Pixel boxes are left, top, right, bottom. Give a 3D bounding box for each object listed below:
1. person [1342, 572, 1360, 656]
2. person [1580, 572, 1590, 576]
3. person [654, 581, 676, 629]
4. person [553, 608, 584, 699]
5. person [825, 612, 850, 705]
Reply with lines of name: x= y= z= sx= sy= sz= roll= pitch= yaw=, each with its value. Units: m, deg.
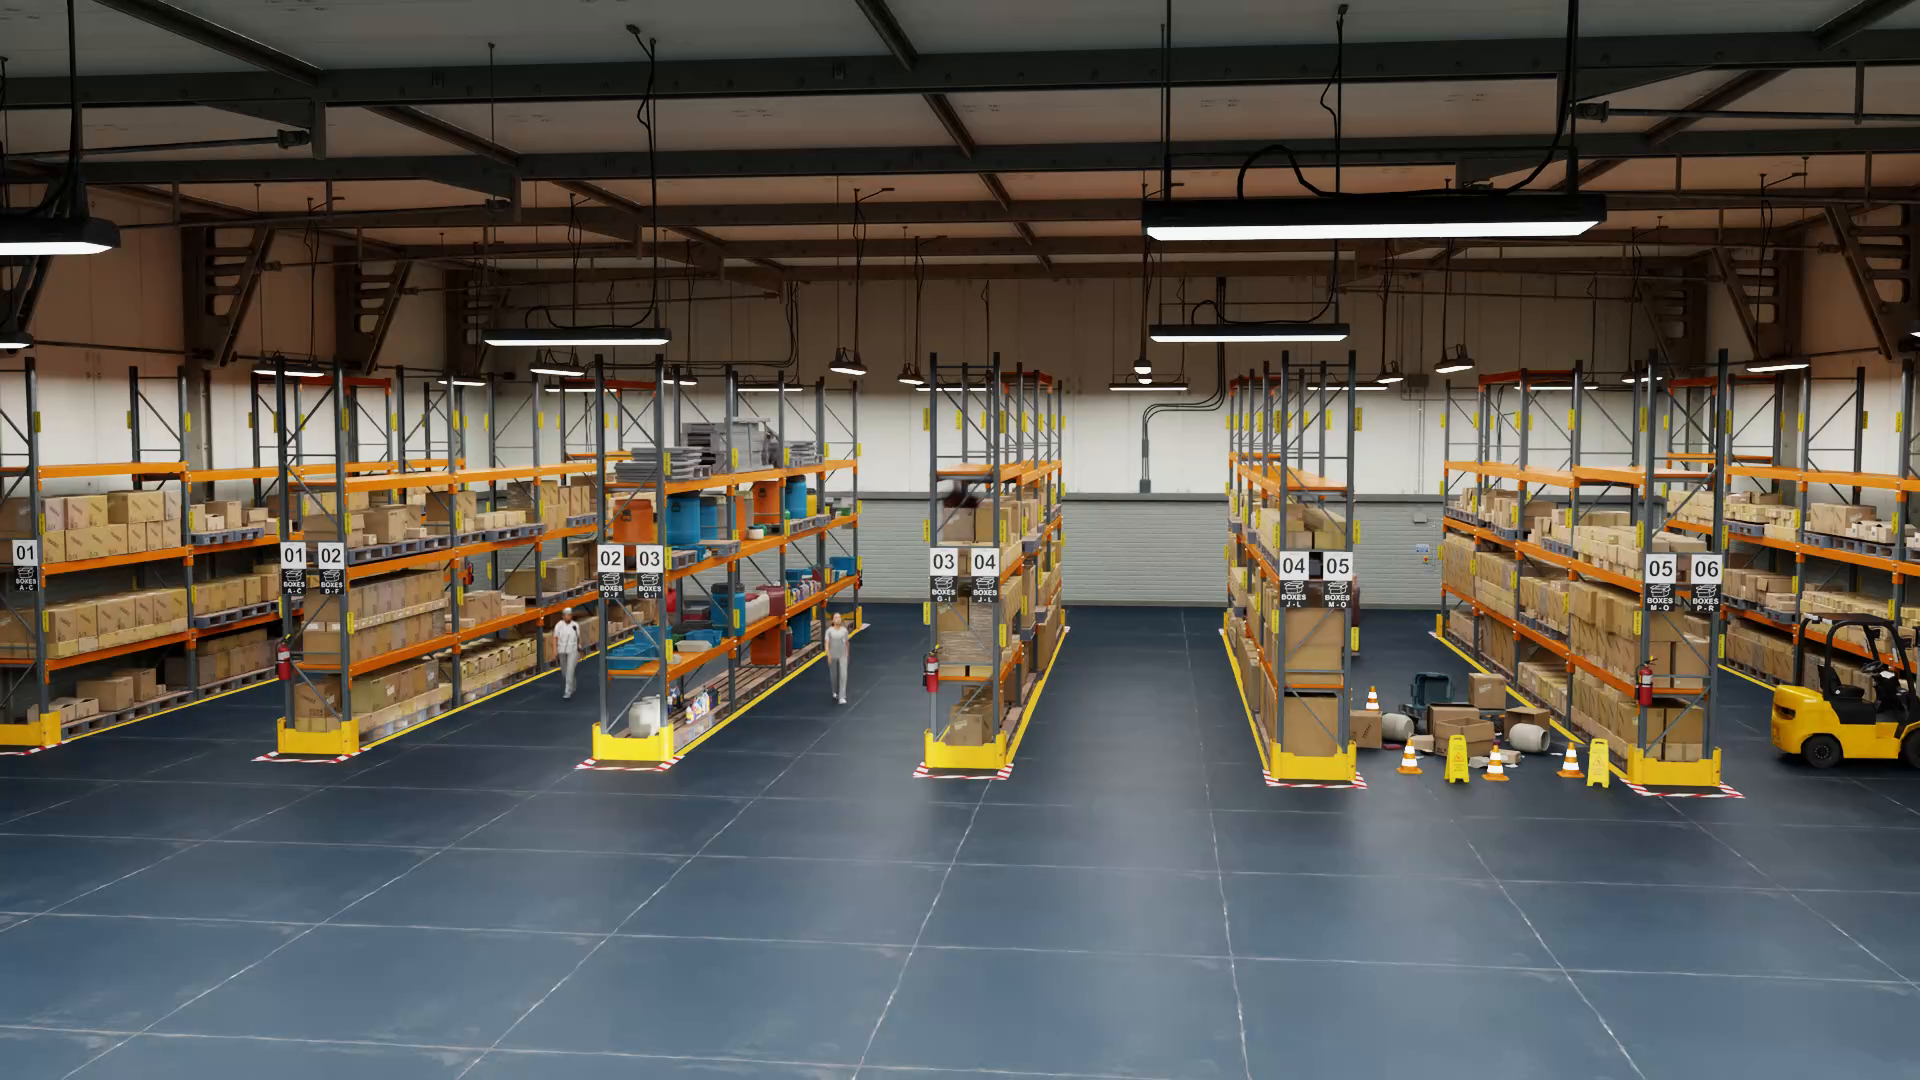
person: x=8.367 y=1.585 z=35.565 sx=0.392 sy=1.784 sz=0.605 roll=1 pitch=4 yaw=7
person: x=14.896 y=1.336 z=39.519 sx=1.029 sy=1.751 sz=0.602 roll=0 pitch=4 yaw=3
person: x=-6.220 y=1.655 z=35.507 sx=0.685 sy=1.676 sz=1.086 roll=0 pitch=4 yaw=3
person: x=-7.144 y=2.046 z=30.360 sx=0.490 sy=1.626 sz=0.940 roll=1 pitch=4 yaw=12
person: x=-2.187 y=2.094 z=29.629 sx=0.453 sy=1.616 sz=1.001 roll=0 pitch=4 yaw=-5
